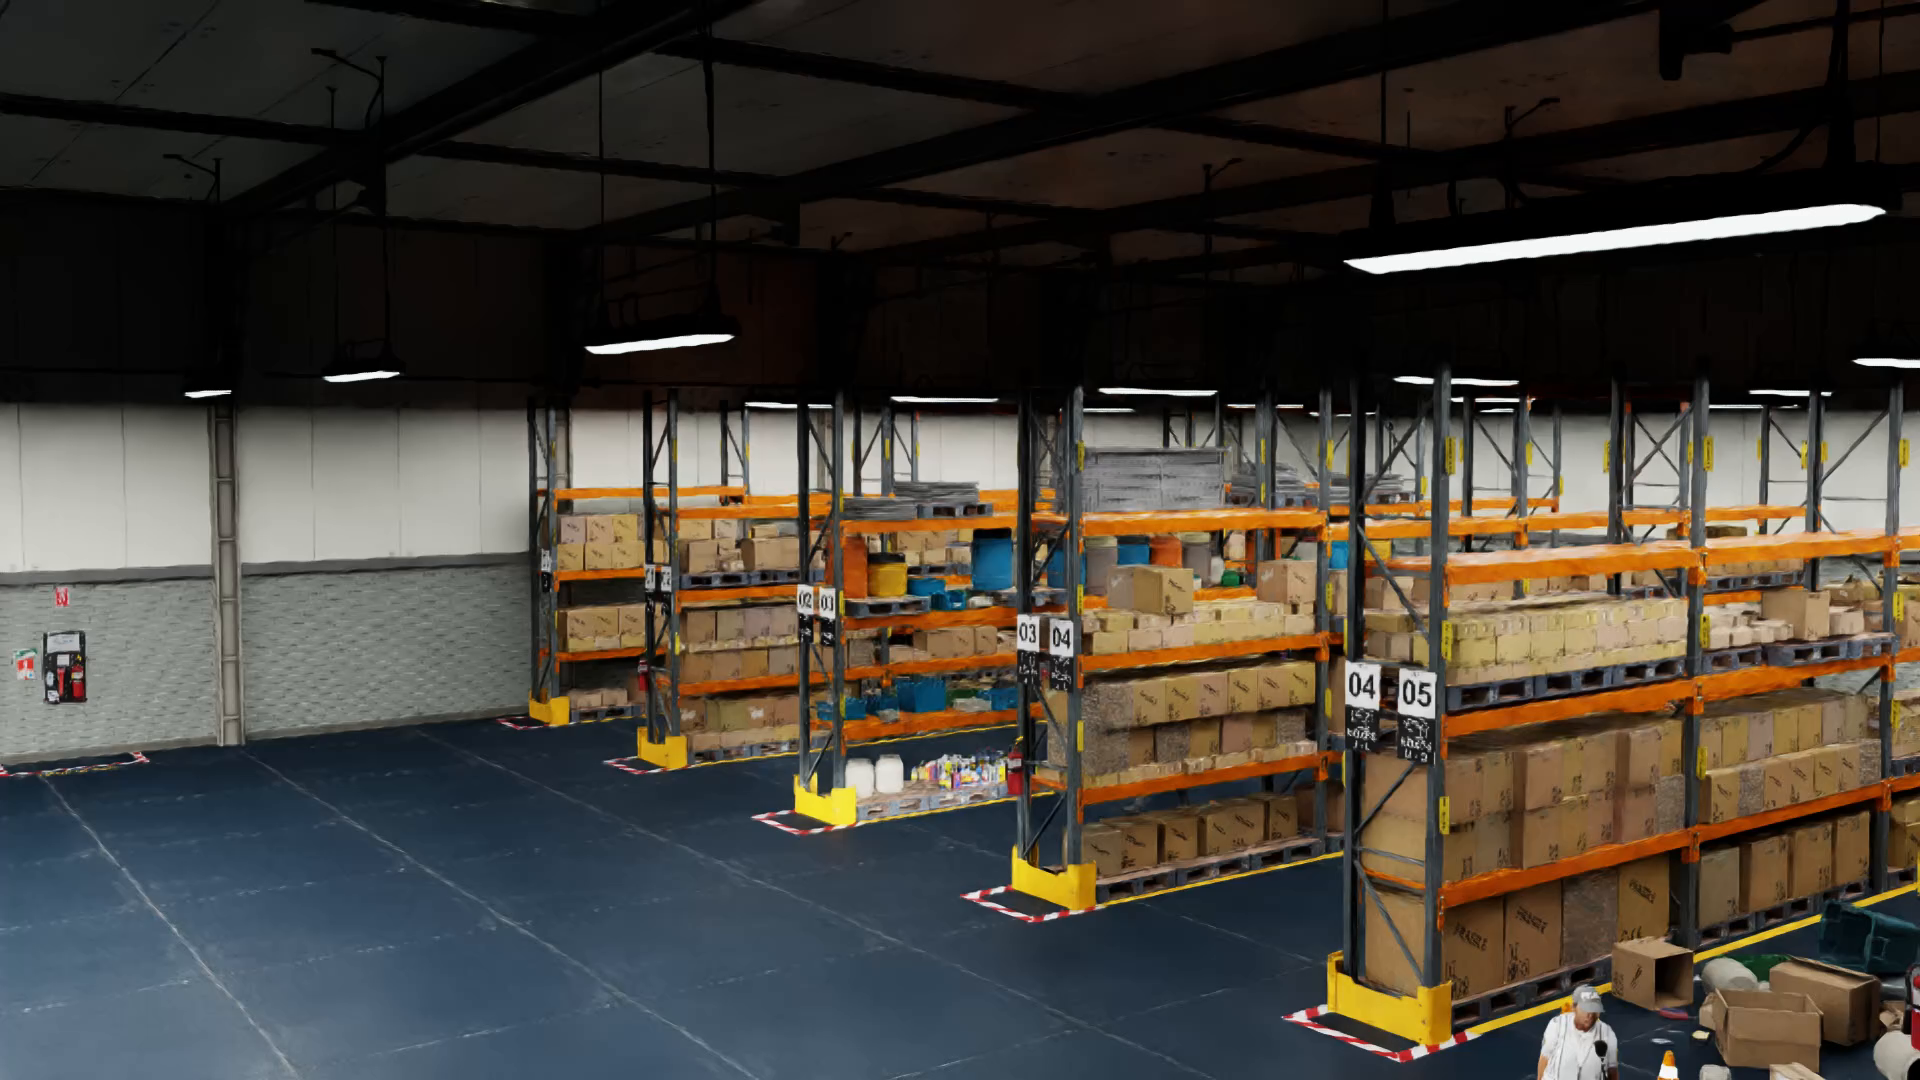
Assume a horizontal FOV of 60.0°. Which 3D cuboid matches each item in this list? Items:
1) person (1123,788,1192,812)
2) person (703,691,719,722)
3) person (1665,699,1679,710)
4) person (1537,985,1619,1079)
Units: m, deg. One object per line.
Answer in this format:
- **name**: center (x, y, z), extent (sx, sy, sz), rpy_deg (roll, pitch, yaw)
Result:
- **person**: center (2.771, 2.973, 23.076), extent (1.000, 1.623, 0.443), rpy_deg (-2, 4, -27)
- **person**: center (-4.327, 2.572, 29.398), extent (1.043, 1.716, 0.589), rpy_deg (-3, 4, -37)
- **person**: center (10.019, 2.999, 23.285), extent (0.510, 1.596, 0.625), rpy_deg (-3, 4, -38)
- **person**: center (4.019, 3.696, 10.906), extent (0.552, 1.657, 0.573), rpy_deg (1, 4, 16)
